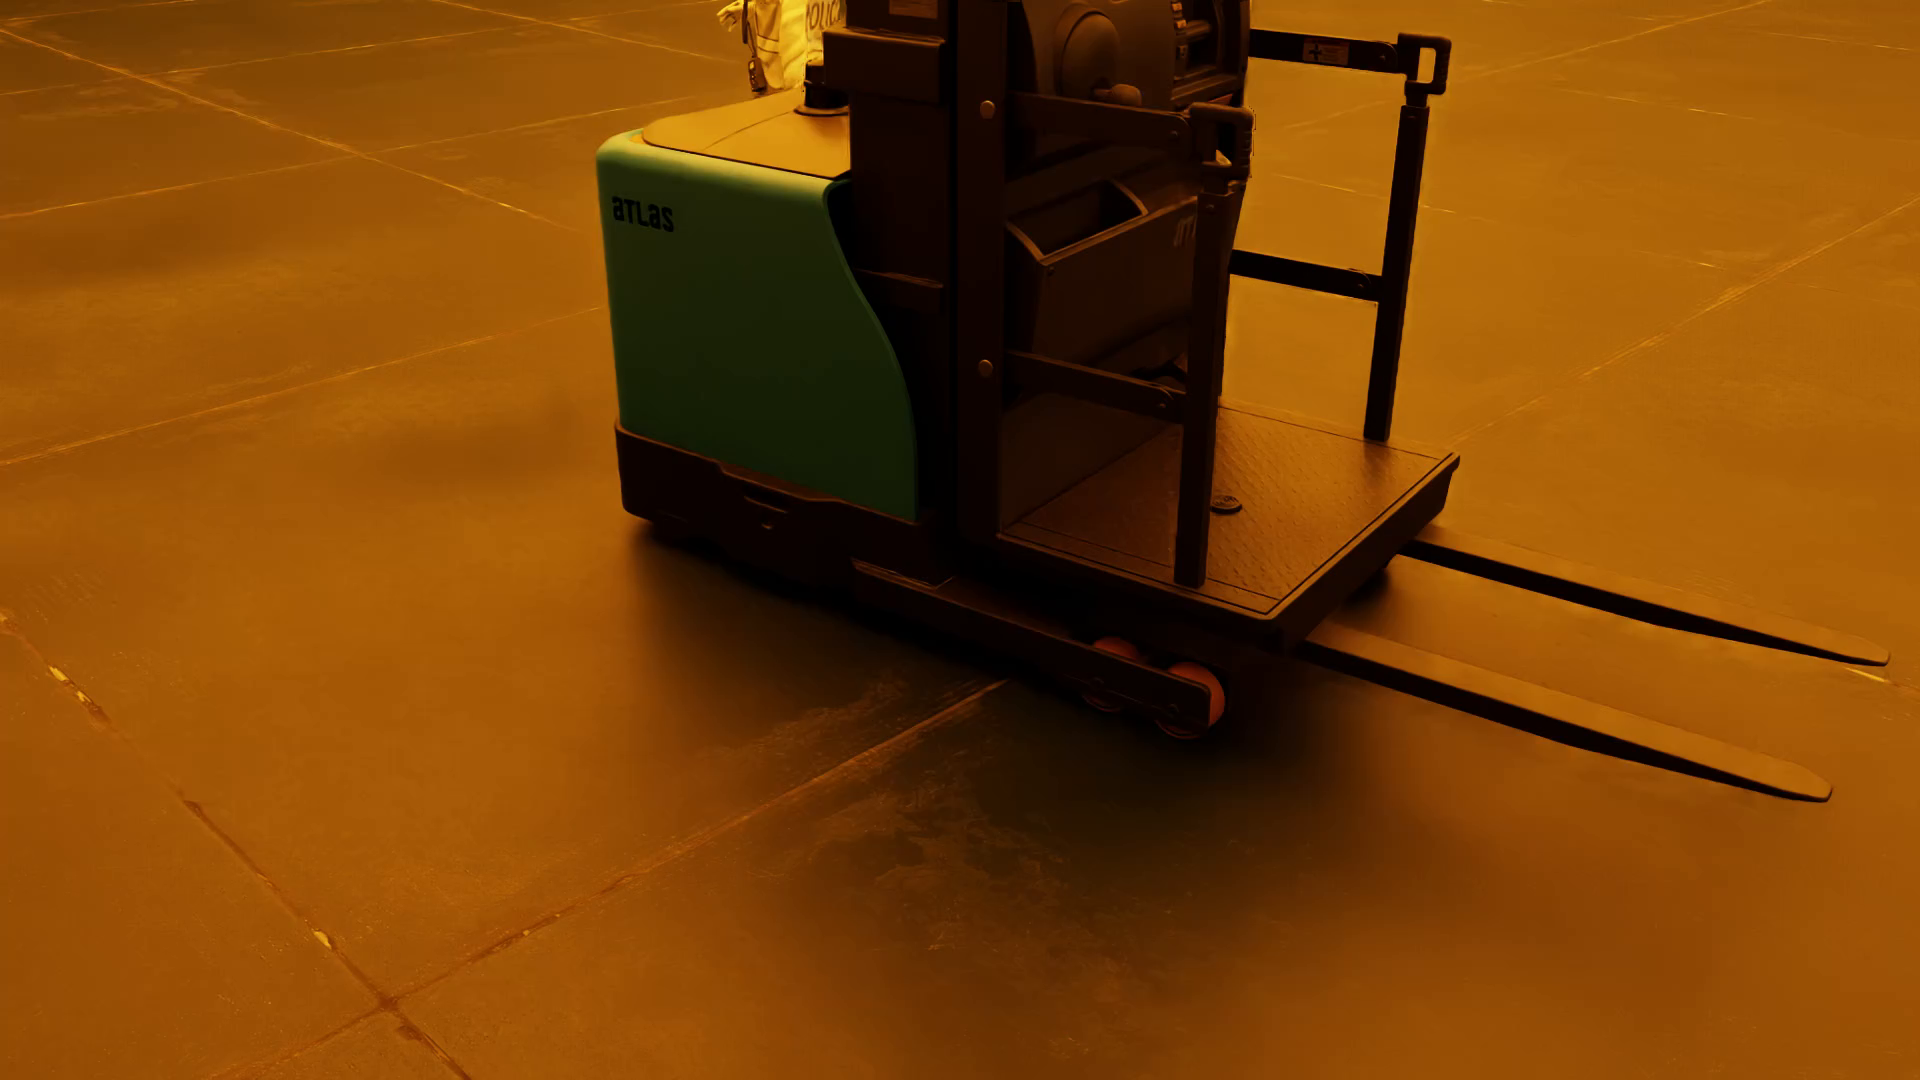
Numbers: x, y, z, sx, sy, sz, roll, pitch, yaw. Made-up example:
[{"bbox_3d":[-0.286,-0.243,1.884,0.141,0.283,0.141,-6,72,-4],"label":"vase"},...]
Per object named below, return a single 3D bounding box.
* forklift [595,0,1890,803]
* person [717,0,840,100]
[{"bbox_3d":[0.560,-1.145,3.547,3.031,2.935,1.130,18,31,32],"label":"forklift"},{"bbox_3d":[-0.613,-1.713,6.287,0.517,1.590,0.853,-19,32,-34],"label":"person"}]
